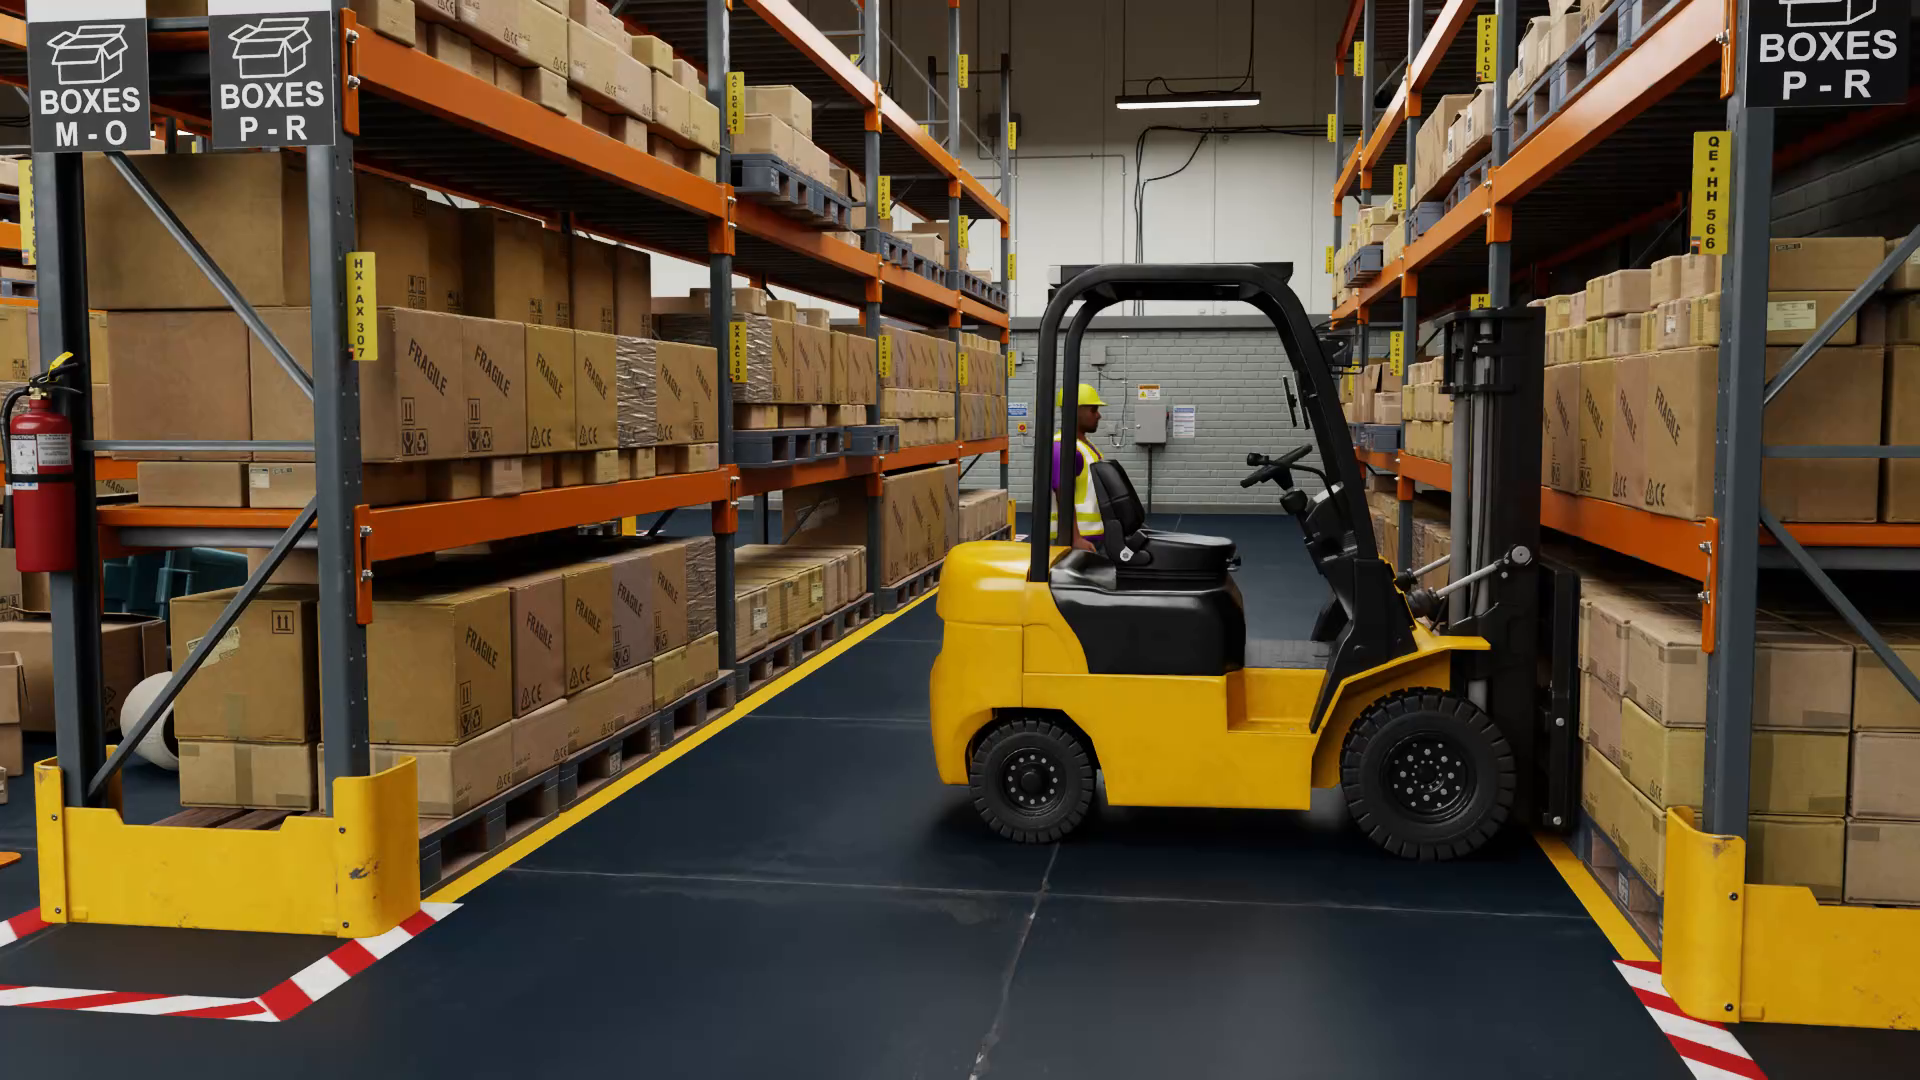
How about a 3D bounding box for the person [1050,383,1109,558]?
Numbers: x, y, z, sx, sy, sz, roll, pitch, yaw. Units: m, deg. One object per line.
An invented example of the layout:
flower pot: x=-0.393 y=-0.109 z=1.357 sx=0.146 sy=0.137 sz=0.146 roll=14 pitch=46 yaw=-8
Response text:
person: x=0.709 y=0.001 z=9.413 sx=0.451 sy=1.774 sz=0.620 roll=2 pitch=5 yaw=23
